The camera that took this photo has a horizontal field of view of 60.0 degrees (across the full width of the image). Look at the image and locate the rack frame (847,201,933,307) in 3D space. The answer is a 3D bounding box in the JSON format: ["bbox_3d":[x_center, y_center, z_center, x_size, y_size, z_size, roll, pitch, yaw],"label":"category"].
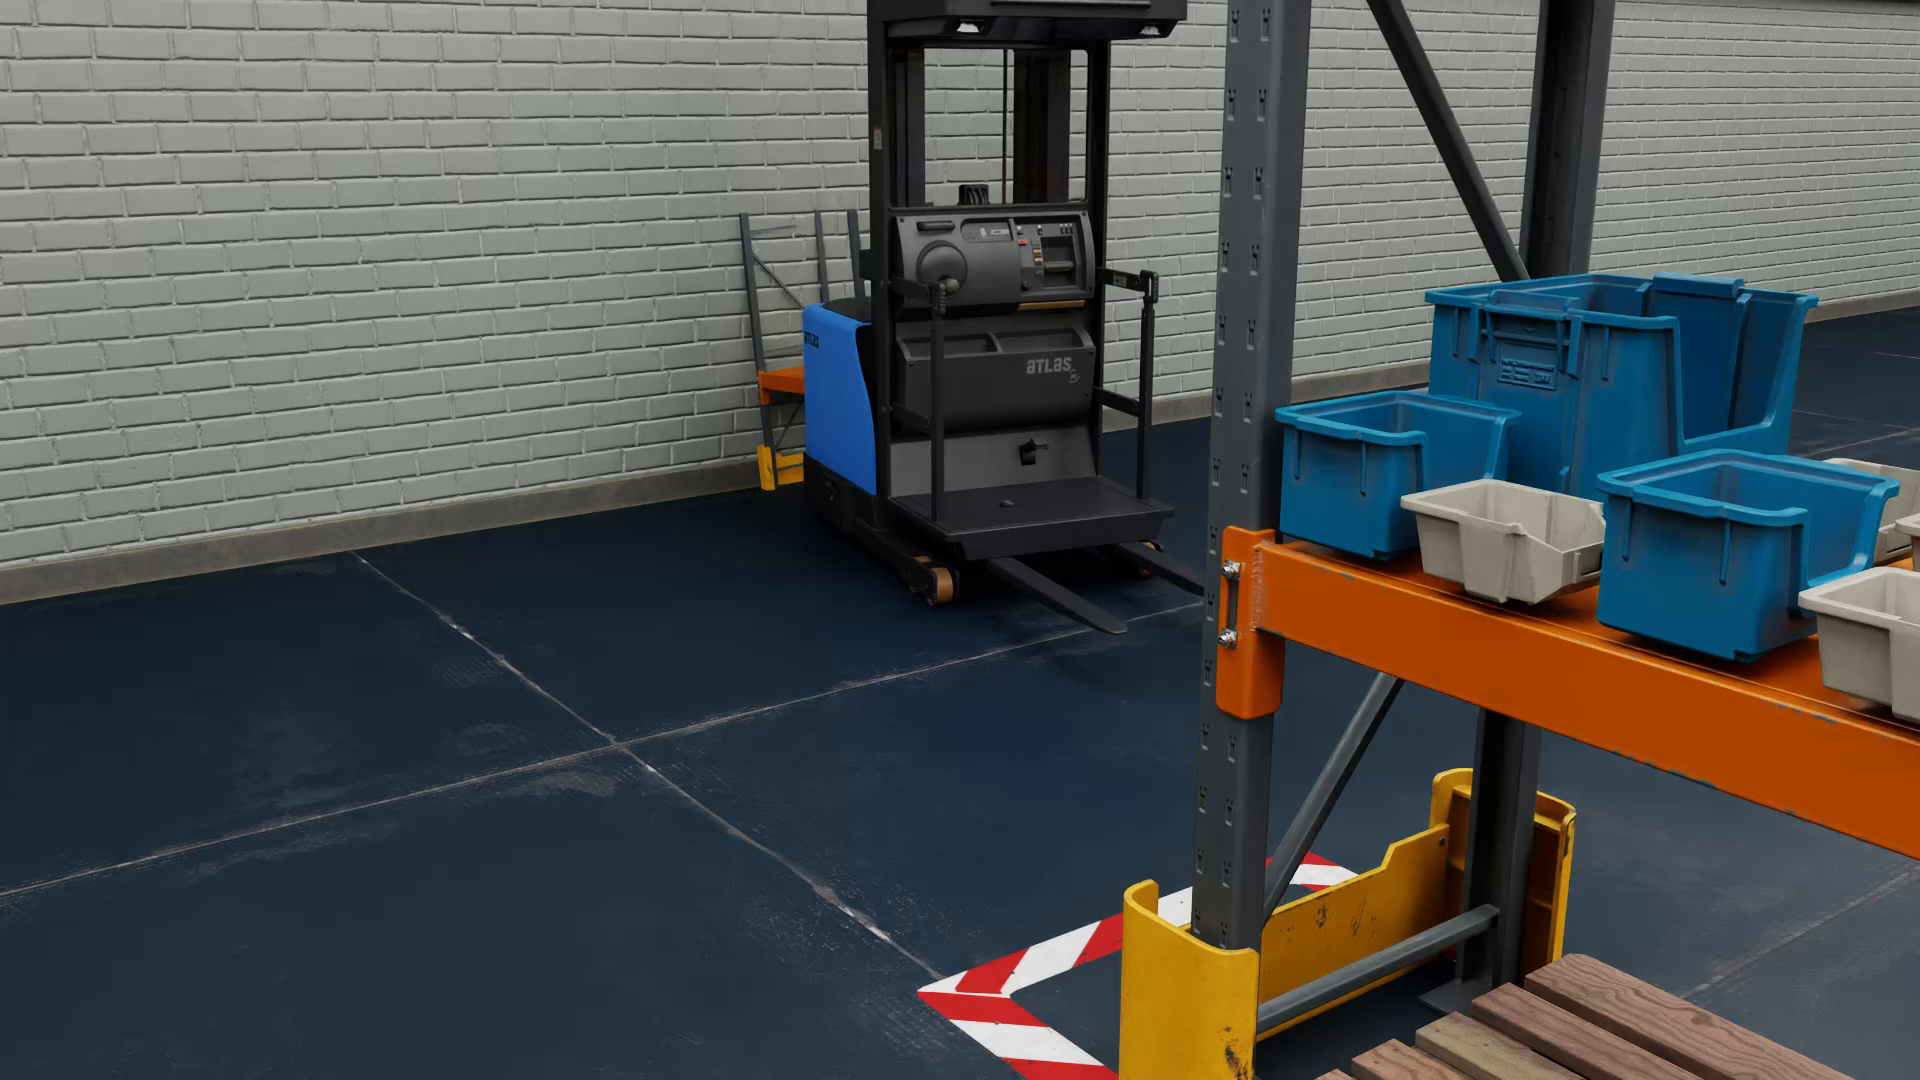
[{"bbox_3d":[-0.277,-0.902,8.292,0.500,1.500,0.032,-16,18,-36],"label":"rack frame"}]

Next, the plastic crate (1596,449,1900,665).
[{"bbox_3d":[1.180,0.020,2.523,0.416,0.233,0.300,-11,19,-35],"label":"plastic crate"}]

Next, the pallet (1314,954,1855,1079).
[{"bbox_3d":[1.368,1.251,3.105,1.003,0.211,1.213,-11,19,-35],"label":"pallet"}]

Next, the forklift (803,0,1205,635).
[{"bbox_3d":[0.252,-1.263,7.137,1.130,2.935,3.031,-7,17,-23],"label":"forklift"}]

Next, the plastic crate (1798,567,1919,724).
[{"bbox_3d":[1.314,0.152,2.223,0.250,0.136,0.298,-11,19,-35],"label":"plastic crate"}]

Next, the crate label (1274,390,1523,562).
[{"bbox_3d":[0.793,-0.120,3.037,0.416,0.233,0.303,-11,19,-35],"label":"crate label"}]

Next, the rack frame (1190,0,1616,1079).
[{"bbox_3d":[0.914,-0.276,3.402,1.000,3.000,0.127,-11,19,-35],"label":"rack frame"}]

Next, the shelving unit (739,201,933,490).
[{"bbox_3d":[-0.595,-0.977,8.693,0.587,1.500,1.083,-16,18,-36],"label":"shelving unit"}]

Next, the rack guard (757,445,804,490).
[{"bbox_3d":[-0.850,-0.447,9.233,0.587,0.250,0.087,-16,18,-36],"label":"rack guard"}]

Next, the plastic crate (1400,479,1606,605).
[{"bbox_3d":[0.915,0.008,2.752,0.250,0.136,0.298,-11,19,-35],"label":"plastic crate"}]

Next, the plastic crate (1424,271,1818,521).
[{"bbox_3d":[1.262,-0.279,3.234,0.616,0.435,0.499,-11,19,-35],"label":"plastic crate"}]

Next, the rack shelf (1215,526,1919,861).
[{"bbox_3d":[2.090,0.498,1.937,1.077,0.370,4.000,-11,19,-35],"label":"rack shelf"}]

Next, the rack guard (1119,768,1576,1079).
[{"bbox_3d":[0.890,0.927,3.743,1.175,0.500,0.348,-11,19,-35],"label":"rack guard"}]

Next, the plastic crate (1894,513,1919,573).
[{"bbox_3d":[1.699,0.033,2.661,0.396,0.136,0.243,-11,19,-35],"label":"plastic crate"}]

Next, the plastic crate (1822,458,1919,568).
[{"bbox_3d":[1.540,-0.032,2.895,0.396,0.136,0.243,-11,19,-35],"label":"plastic crate"}]

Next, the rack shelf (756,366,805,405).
[{"bbox_3d":[-0.575,-0.802,8.730,0.538,0.185,1.000,-16,18,-36],"label":"rack shelf"}]

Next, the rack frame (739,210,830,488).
[{"bbox_3d":[-0.903,-1.050,9.079,0.500,1.500,0.032,-16,18,-36],"label":"rack frame"}]
